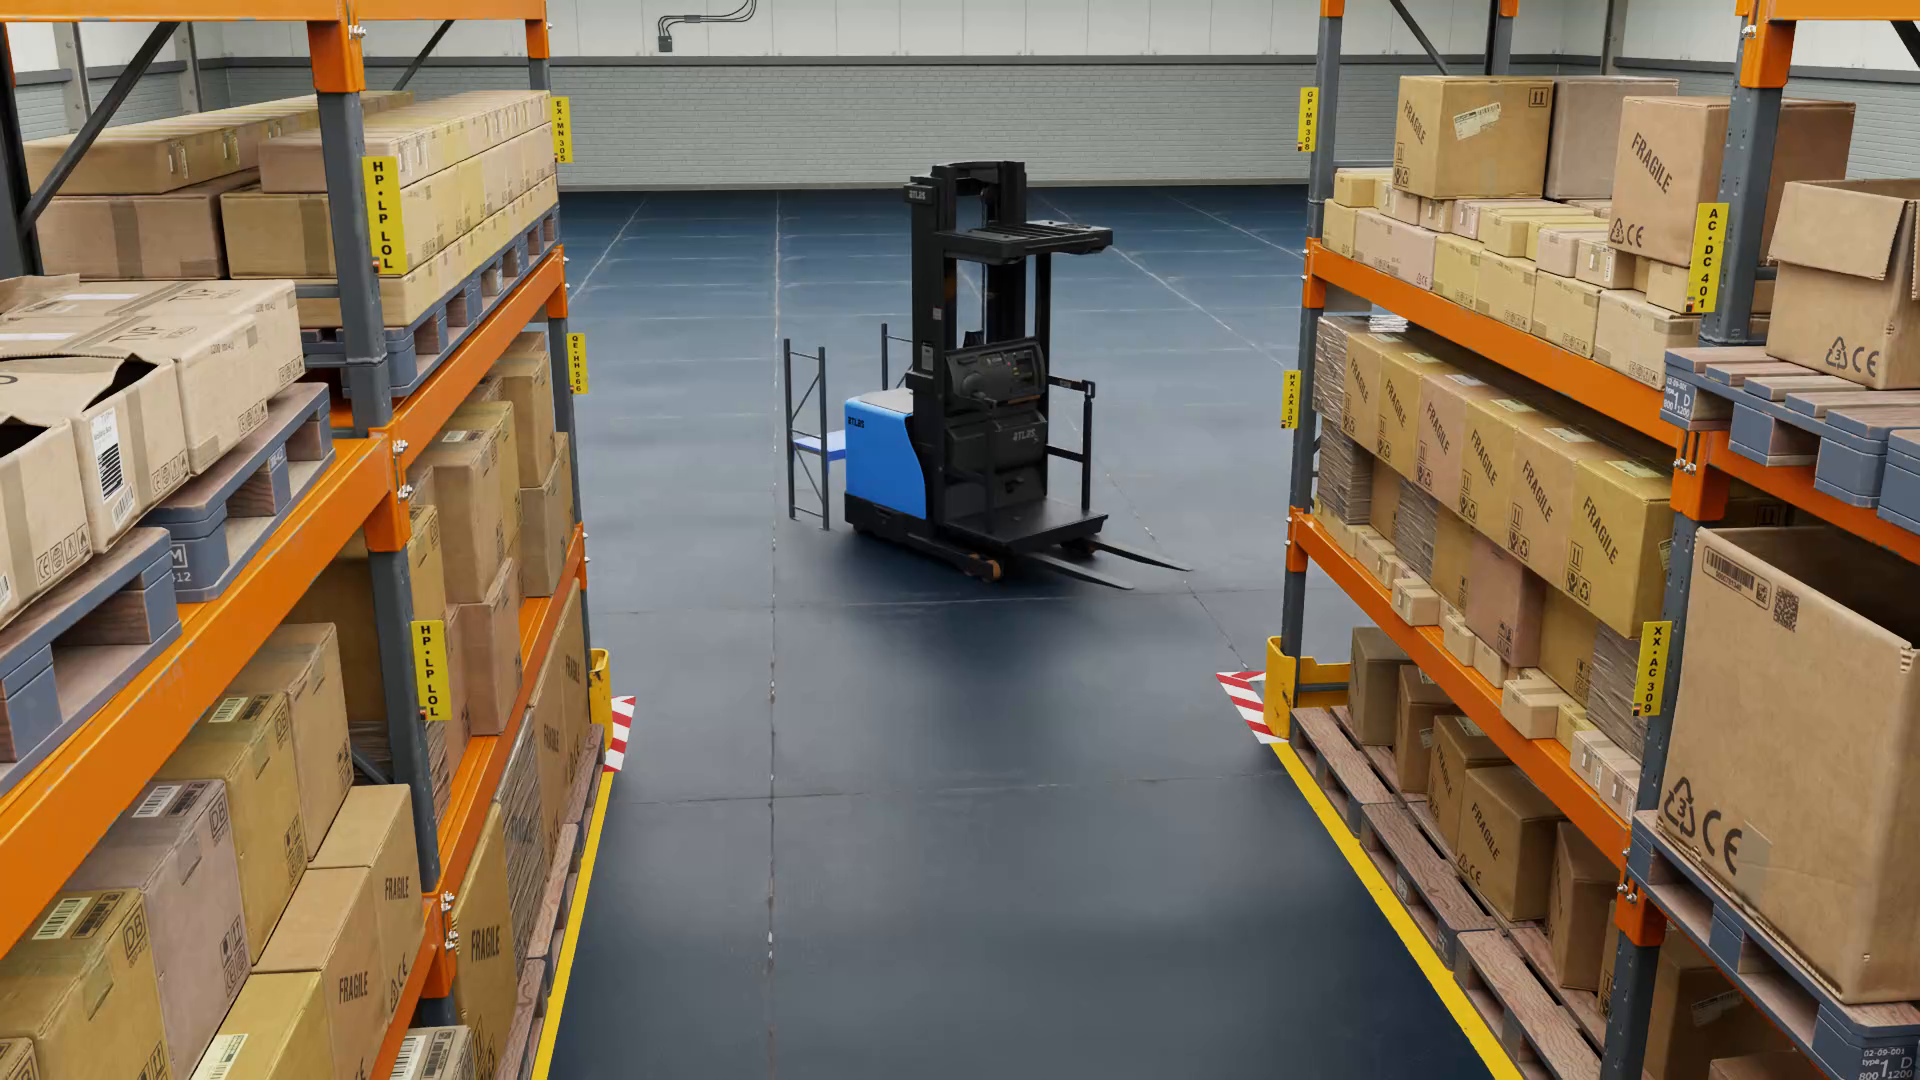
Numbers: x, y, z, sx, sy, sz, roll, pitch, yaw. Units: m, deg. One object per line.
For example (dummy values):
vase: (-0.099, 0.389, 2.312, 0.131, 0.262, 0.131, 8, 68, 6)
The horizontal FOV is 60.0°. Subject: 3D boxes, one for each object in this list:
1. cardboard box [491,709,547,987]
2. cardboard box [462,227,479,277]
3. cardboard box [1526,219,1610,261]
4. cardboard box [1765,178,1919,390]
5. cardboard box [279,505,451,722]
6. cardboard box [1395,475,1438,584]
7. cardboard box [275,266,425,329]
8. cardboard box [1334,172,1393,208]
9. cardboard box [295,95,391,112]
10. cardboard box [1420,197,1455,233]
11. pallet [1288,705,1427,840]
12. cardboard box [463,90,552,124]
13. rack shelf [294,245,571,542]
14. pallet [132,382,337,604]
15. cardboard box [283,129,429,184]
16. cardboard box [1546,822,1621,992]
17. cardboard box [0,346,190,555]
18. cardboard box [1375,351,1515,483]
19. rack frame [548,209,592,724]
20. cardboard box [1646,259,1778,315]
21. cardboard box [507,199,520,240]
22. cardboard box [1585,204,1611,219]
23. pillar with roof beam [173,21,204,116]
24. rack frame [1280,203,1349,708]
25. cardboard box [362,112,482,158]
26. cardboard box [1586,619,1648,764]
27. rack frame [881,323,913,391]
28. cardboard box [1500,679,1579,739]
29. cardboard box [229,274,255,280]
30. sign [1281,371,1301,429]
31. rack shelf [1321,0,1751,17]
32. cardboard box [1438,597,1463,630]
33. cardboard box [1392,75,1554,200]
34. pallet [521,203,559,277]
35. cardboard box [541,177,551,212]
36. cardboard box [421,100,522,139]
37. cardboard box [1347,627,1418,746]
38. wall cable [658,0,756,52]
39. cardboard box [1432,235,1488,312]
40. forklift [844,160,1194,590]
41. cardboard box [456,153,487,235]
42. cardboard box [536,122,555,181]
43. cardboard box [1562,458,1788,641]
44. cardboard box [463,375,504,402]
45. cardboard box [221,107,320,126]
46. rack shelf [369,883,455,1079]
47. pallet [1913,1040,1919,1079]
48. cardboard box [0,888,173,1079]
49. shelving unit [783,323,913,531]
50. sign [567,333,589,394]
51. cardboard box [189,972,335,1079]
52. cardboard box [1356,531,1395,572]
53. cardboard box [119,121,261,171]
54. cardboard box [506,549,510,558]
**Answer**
cardboard box: (-2.251, 1.291, 6.903, 0.875, 0.875, 0.875, -2, 18, -5)
cardboard box: (-1.965, -1.046, 6.044, 0.380, 0.149, 0.250, -2, 18, -7)
cardboard box: (2.408, -1.140, 6.378, 0.380, 0.149, 0.250, -1, 17, -4)
cardboard box: (2.735, -0.725, 4.598, 0.797, 0.503, 0.637, -3, 18, -8)
cardboard box: (-2.163, 0.238, 5.358, 0.875, 0.550, 0.550, -2, 18, -6)
cardboard box: (2.581, -0.109, 7.851, 0.875, 0.500, 0.500, -2, 18, -6)
cardboard box: (-1.859, -0.743, 5.078, 0.380, 0.149, 0.250, -2, 18, -7)
cardboard box: (2.101, -1.760, 8.351, 0.380, 0.149, 0.250, -1, 17, -4)
cardboard box: (-2.802, -1.936, 7.547, 0.380, 0.149, 0.250, -2, 18, -6)
cardboard box: (2.271, -1.451, 7.369, 0.380, 0.149, 0.250, -3, 18, -8)
pallet: (2.429, 1.217, 8.948, 1.003, 0.211, 1.213, -2, 18, -6)
cardboard box: (-2.199, -2.106, 8.090, 0.380, 0.149, 0.250, -2, 18, -5)
rack shelf: (-2.365, -0.748, 6.745, 1.077, 0.370, 4.000, -2, 18, -6)
pallet: (-2.016, -0.132, 3.903, 0.805, 0.209, 1.217, -2, 18, -8)
cardboard box: (-1.886, -1.199, 5.201, 0.380, 0.149, 0.250, -2, 18, -6)
cardboard box: (2.717, 1.514, 6.819, 0.500, 0.500, 0.500, 4, 18, 12)
cardboard box: (-1.760, -0.186, 3.033, 0.500, 0.311, 0.500, -2, 18, -8)
cardboard box: (2.255, -0.575, 7.669, 0.500, 0.500, 0.500, -2, 18, -6)
rack frame: (-2.572, -0.256, 8.985, 1.000, 3.000, 0.127, -2, 18, -6)
cardboard box: (2.464, -0.825, 5.374, 0.380, 0.149, 0.250, -1, 17, -4)
cardboard box: (-2.070, -1.348, 7.007, 0.380, 0.149, 0.250, -2, 18, -5)
cardboard box: (2.825, -1.307, 6.908, 0.380, 0.149, 0.250, -1, 17, -4)
pillar with roof beam: (-12.059, -11.617, 35.155, 9.100, 9.000, 0.400, -2, 18, -6)
rack frame: (2.372, -0.379, 9.377, 1.000, 3.000, 0.127, -2, 18, -6)
cardboard box: (-1.991, -1.502, 6.166, 0.380, 0.149, 0.250, -2, 18, -6)
cardboard box: (2.800, 0.487, 5.955, 0.875, 0.500, 0.500, -2, 18, -6)
rack frame: (-0.483, -1.052, 14.023, 0.032, 1.500, 0.500, -15, 23, -40)
cardboard box: (2.351, 0.655, 6.501, 0.380, 0.149, 0.250, -2, 18, -6)
cardboard box: (-2.569, -0.874, 5.498, 0.380, 0.149, 0.250, -2, 17, -5)
sign: (1.833, -0.775, 9.194, 0.100, 0.325, 0.005, -2, 18, -6)
rack shelf: (2.578, -2.301, 6.689, 1.077, 0.370, 4.000, -2, 18, -6)
cardboard box: (2.380, 0.353, 7.463, 0.380, 0.149, 0.250, -2, 18, -6)
cardboard box: (2.257, -1.788, 7.358, 0.500, 0.500, 0.500, -2, 18, -6)
pallet: (-2.485, -1.424, 7.846, 1.003, 0.211, 1.213, -2, 18, -6)
cardboard box: (-2.175, -1.652, 7.974, 0.380, 0.149, 0.250, -2, 18, -5)
cardboard box: (-2.096, -1.804, 7.127, 0.380, 0.149, 0.250, -2, 18, -5)
cardboard box: (2.420, 0.800, 9.094, 0.500, 0.500, 0.500, 1, 17, 5)
wall cable: (-5.885, -14.313, 38.067, 2.305, 6.003, 0.169, -2, 18, -6)
cardboard box: (2.330, -1.131, 7.015, 0.500, 0.250, 0.500, -1, 17, -4)
forklift: (0.413, -1.256, 12.284, 1.130, 2.935, 3.031, -15, 23, -39)
cardboard box: (-2.037, -1.269, 6.089, 0.500, 0.250, 0.500, -2, 18, -6)
cardboard box: (-2.243, -1.868, 7.999, 0.500, 0.250, 0.500, -2, 17, -5)
cardboard box: (2.465, 0.020, 5.772, 0.500, 0.500, 0.500, -2, 18, -6)
cardboard box: (-2.501, -0.399, 7.387, 0.875, 0.550, 0.550, -2, 18, -6)
cardboard box: (-2.697, -1.632, 6.578, 0.380, 0.149, 0.250, -2, 17, -5)
rack shelf: (-1.953, 1.875, 3.399, 1.077, 0.370, 4.000, -2, 18, -6)
pallet: (2.952, 1.507, 3.688, 1.003, 0.211, 1.213, -2, 18, -6)
cardboard box: (-1.945, 1.013, 3.107, 0.700, 0.500, 0.500, -2, 18, -6)
shelving unit: (-0.859, -0.949, 13.696, 1.048, 1.500, 0.538, -15, 23, -40)
sign: (-2.031, -0.934, 8.816, 0.100, 0.325, 0.005, -2, 18, -6)
cardboard box: (-1.735, 1.336, 3.746, 0.500, 0.500, 0.500, -2, 17, -5)
cardboard box: (2.228, 0.057, 8.408, 0.380, 0.149, 0.250, -2, 18, -6)
cardboard box: (-2.591, -1.328, 5.611, 0.380, 0.149, 0.250, -1, 17, -5)
cardboard box: (-2.381, 0.272, 7.052, 0.875, 0.550, 0.500, -2, 18, -6)
